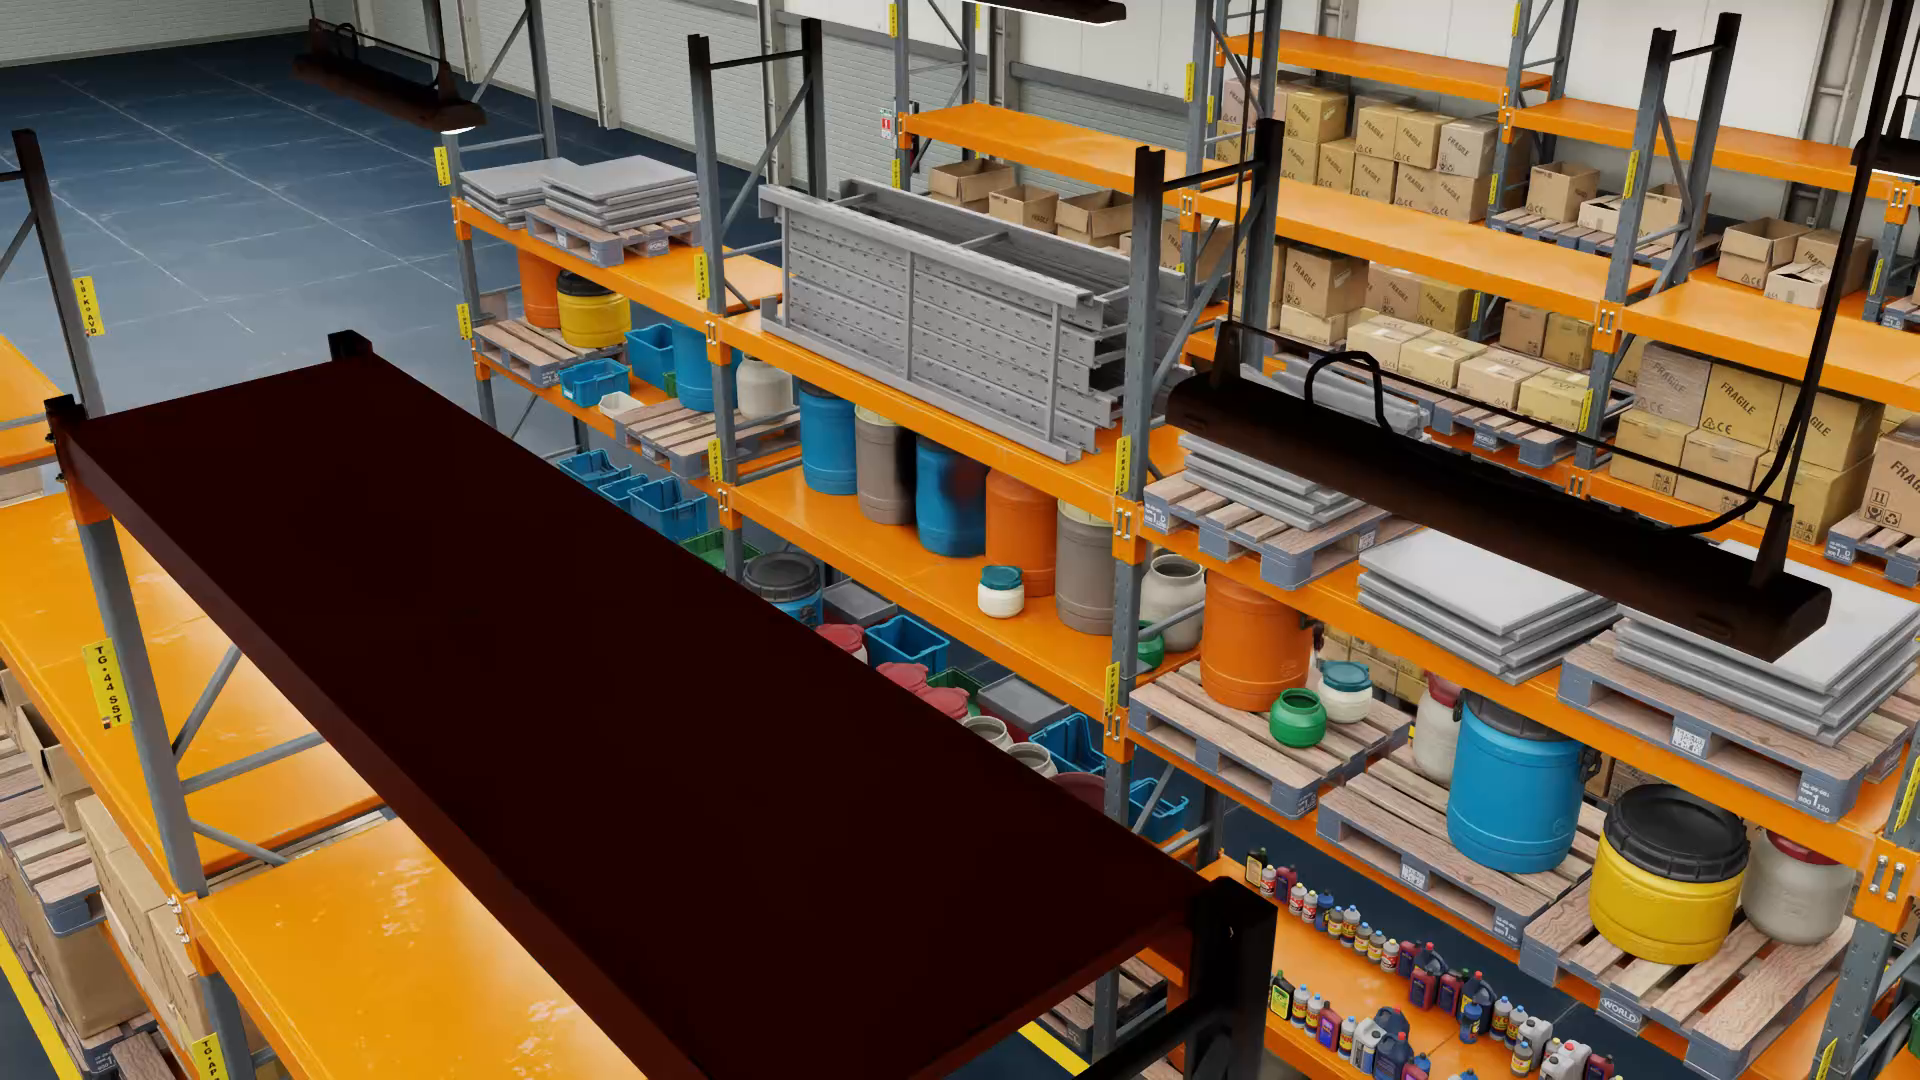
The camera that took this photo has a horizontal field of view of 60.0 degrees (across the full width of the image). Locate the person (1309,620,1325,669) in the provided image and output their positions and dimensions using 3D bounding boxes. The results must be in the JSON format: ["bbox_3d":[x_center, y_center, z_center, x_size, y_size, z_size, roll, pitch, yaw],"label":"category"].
[{"bbox_3d":[2.617,1.289,13.205,1.014,1.612,0.415,21,34,35],"label":"person"}]

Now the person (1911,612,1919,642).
[{"bbox_3d":[7.786,1.078,13.759,0.551,1.590,0.648,-18,32,-31],"label":"person"}]
